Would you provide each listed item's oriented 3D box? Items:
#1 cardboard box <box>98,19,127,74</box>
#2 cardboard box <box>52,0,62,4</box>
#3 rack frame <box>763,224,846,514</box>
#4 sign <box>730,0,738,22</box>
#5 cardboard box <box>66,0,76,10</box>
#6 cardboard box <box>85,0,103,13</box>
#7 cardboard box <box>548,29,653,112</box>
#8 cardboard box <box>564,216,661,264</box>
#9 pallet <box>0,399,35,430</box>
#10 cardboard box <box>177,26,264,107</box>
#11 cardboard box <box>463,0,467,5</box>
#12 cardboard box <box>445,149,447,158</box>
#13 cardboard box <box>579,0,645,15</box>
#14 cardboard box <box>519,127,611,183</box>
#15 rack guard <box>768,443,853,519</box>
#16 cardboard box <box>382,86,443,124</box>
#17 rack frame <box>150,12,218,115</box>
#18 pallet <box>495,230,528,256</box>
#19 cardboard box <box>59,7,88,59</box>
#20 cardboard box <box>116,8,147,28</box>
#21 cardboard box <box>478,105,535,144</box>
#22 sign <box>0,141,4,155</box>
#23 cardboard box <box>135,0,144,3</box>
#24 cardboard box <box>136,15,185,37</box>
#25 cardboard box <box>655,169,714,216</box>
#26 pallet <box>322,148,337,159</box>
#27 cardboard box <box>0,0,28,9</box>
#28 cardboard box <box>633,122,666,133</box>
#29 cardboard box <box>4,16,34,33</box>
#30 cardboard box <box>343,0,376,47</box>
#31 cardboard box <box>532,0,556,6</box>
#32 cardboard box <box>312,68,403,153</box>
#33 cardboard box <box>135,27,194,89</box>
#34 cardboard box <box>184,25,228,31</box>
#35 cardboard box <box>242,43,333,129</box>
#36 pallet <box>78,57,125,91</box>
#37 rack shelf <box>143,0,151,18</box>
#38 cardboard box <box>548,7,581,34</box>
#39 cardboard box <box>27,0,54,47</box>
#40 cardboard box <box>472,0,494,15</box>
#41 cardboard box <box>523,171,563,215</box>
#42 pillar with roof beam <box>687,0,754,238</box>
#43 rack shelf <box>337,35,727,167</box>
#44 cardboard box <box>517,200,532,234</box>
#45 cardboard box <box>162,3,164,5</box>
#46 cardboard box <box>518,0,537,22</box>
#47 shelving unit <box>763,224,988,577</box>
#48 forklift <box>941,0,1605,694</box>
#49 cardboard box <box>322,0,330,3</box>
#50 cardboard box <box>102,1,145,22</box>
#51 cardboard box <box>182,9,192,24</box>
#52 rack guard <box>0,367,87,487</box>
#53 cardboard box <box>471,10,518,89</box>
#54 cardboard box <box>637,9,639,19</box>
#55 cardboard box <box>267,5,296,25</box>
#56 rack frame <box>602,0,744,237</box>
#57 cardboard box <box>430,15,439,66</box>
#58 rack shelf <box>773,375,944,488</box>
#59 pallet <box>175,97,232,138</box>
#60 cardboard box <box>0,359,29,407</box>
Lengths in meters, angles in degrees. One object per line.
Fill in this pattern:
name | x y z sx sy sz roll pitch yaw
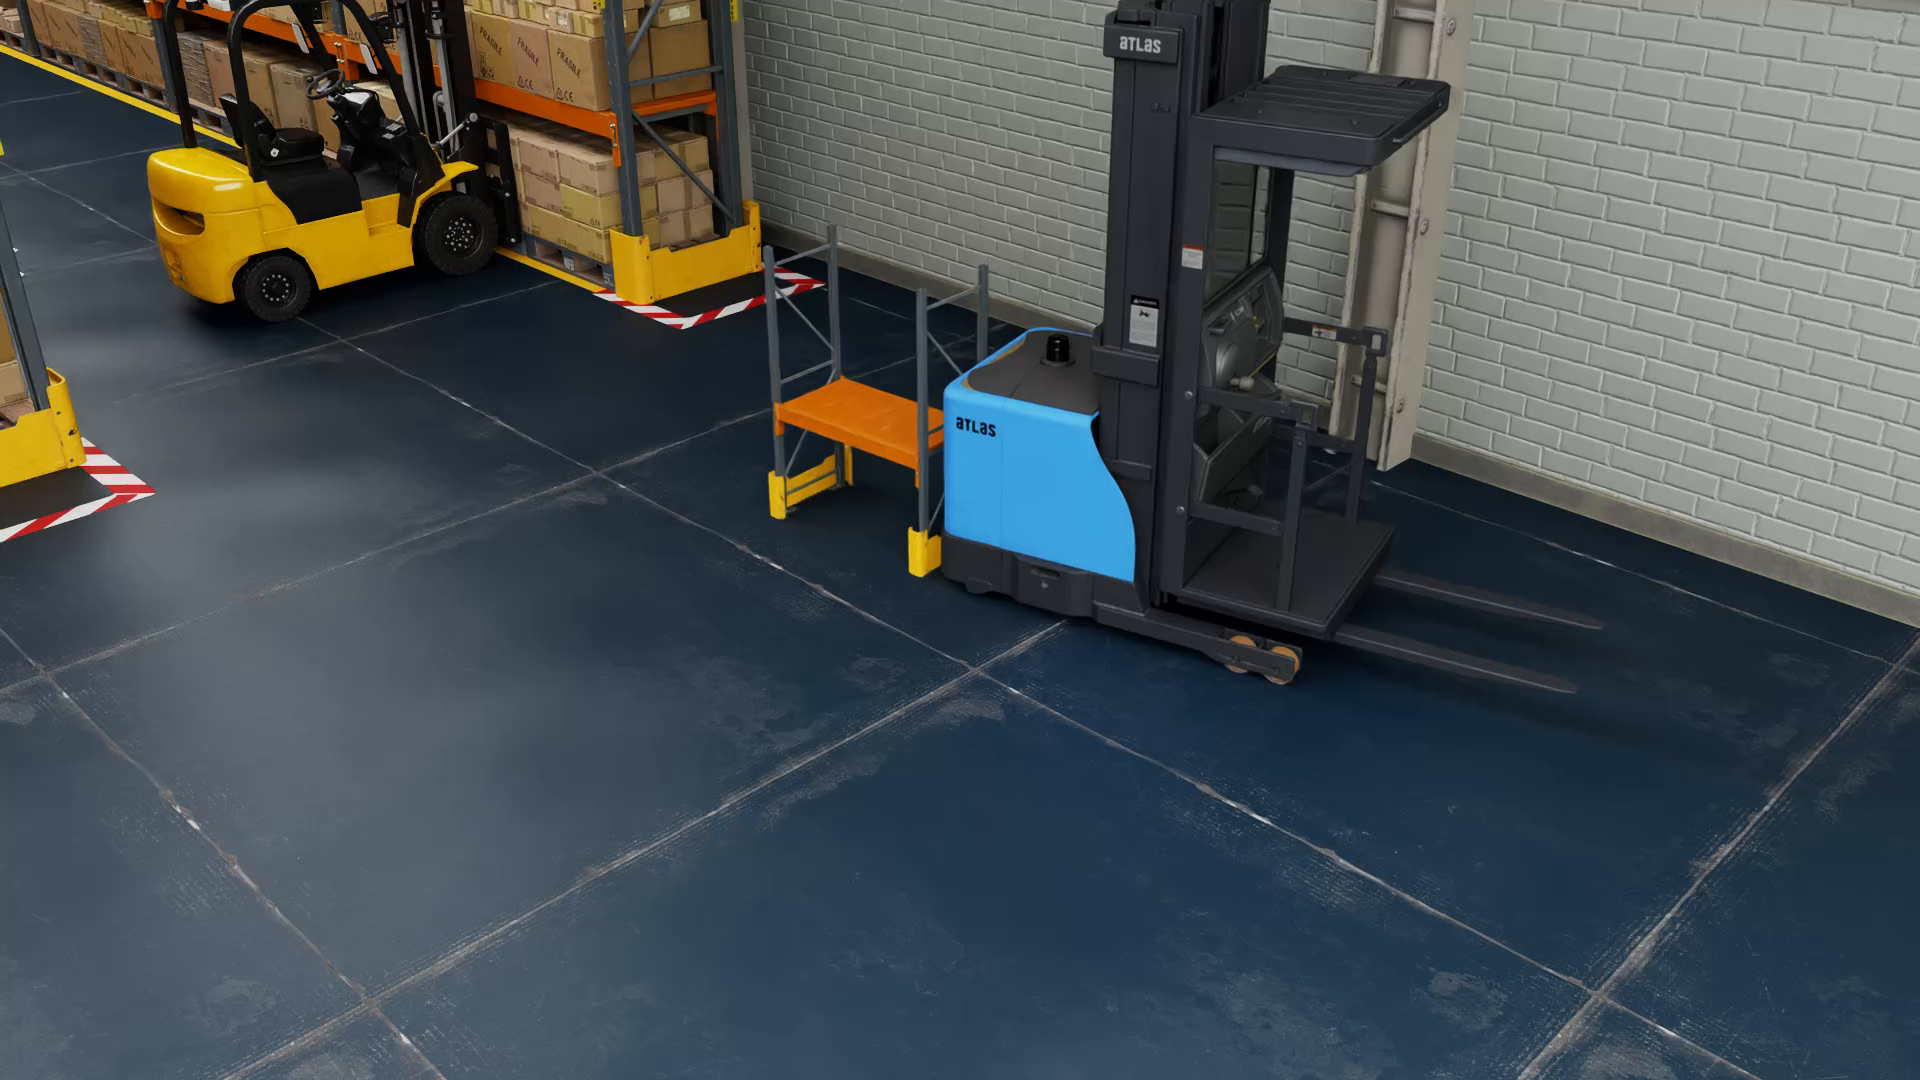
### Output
cardboard box | -8.906 -5.357 17.950 0.500 0.500 0.500 -23 36 -37
cardboard box | -10.070 -6.196 18.849 0.250 0.149 0.380 22 35 36
rack frame | -0.815 -0.889 8.829 0.032 1.500 0.500 21 34 35
sign | -1.631 -3.865 11.862 0.005 0.325 0.100 25 36 38
cardboard box | -9.713 -6.018 18.509 0.250 0.149 0.380 24 36 38
cardboard box | -9.325 -5.857 18.204 0.250 0.149 0.380 25 37 39
cardboard box | -2.560 -3.382 11.852 0.500 0.500 0.500 24 36 37
cardboard box | -2.581 -2.282 12.370 0.500 0.250 0.500 25 37 39
pallet | -6.111 -0.683 9.823 1.213 0.211 1.003 25 36 38
cardboard box | -7.294 -4.801 16.759 0.875 0.625 0.625 -24 36 -38
cardboard box | -3.746 -4.198 12.707 0.250 0.149 0.380 24 36 37
cardboard box | -4.038 -3.168 13.518 0.500 0.250 0.500 24 36 38
cardboard box | -2.428 -3.774 11.581 0.250 0.149 0.380 25 36 38
cardboard box | -2.940 -2.887 12.447 0.500 0.250 0.500 -25 36 -38
rack guard | -0.814 -0.335 9.119 0.087 0.250 0.587 21 34 35
cardboard box | -4.395 -3.549 13.705 0.500 0.250 0.500 25 36 38
rack frame | -7.729 -5.875 16.699 0.127 3.000 1.000 25 36 38
pallet | -3.465 -2.664 13.589 1.213 0.211 1.003 25 36 38
cardboard box | -9.655 -5.692 18.587 0.500 0.500 0.500 23 36 37
cardboard box | -8.632 -5.498 17.520 0.250 0.149 0.380 23 36 37
cardboard box | -3.663 -3.216 13.073 0.500 0.250 0.500 24 36 37
sign | -5.122 -2.179 8.741 0.005 0.325 0.100 25 36 38
cardboard box | -8.842 -5.919 18.322 0.250 0.149 0.380 25 37 39
cardboard box | -8.259 -5.318 17.179 0.250 0.149 0.380 23 35 36
cardboard box | -2.215 -2.677 12.584 0.500 0.250 0.500 -25 36 -38
pallet | -5.430 -3.563 15.299 1.213 0.211 1.003 25 36 38
cardboard box | -11.742 -6.703 20.509 0.500 0.500 0.700 23 35 37
cardboard box | -2.594 -3.057 12.770 0.500 0.250 0.500 25 36 38
cardboard box | -11.185 -6.188 19.908 0.250 0.149 0.380 23 36 37
cardboard box | -4.744 -4.382 13.754 0.500 0.500 0.500 23 36 37
cardboard box | -2.831 -3.921 11.860 0.380 0.149 0.250 -24 36 -38
cardboard box | -5.257 -3.871 14.989 0.875 0.625 0.625 -23 36 -37
cardboard box | -8.182 -5.021 17.310 0.500 0.500 0.500 -24 36 -38
cardboard box | -7.833 -5.185 17.622 0.500 0.500 0.500 -24 36 -37
cardboard box | -6.343 -4.371 15.941 0.625 0.625 0.875 23 35 36
pallet | -9.101 -5.295 18.593 1.213 0.211 1.003 25 36 38
rack shelf | -9.156 -6.209 18.108 4.000 0.370 1.077 25 36 38
cardboard box | -2.672 -3.689 11.739 0.380 0.149 0.250 -25 36 -38
cardboard box | -10.395 -6.027 19.223 0.500 0.500 0.500 -23 36 -37
cardboard box | -3.400 -4.026 12.380 0.250 0.149 0.380 25 37 39
cardboard box | -2.941 -2.677 12.584 0.500 0.250 0.500 24 36 38
pillar with roof beam | -4.908 -5.017 8.623 0.400 9.000 9.100 25 36 38
rack shelf | -3.451 -3.599 13.144 4.000 0.370 1.077 25 36 38
cardboard box | -3.280 -2.613 13.000 0.500 0.250 0.500 -25 37 -39
cardboard box | -8.416 -5.785 18.066 0.250 0.149 0.380 23 35 36
cardboard box | -2.982 -3.879 12.100 0.250 0.149 0.380 24 36 38
shelving unit | -0.432 -0.740 8.546 1.083 1.500 0.587 21 34 35
forklift | 1.446 -0.930 7.369 3.031 2.935 1.130 15 31 26
cardboard box | -5.407 -4.800 14.279 0.500 0.250 0.500 24 36 37
cardboard box | -8.967 -5.680 17.867 0.250 0.149 0.380 24 36 38
cardboard box | -8.053 -5.610 17.735 0.380 0.149 0.250 -24 36 -38
rack guard | -5.556 -0.534 9.229 0.348 0.500 1.175 25 36 38
cardboard box | -3.289 -3.722 12.497 0.500 0.500 0.500 24 36 37
cardboard box | -2.306 -3.852 12.048 0.250 0.149 0.380 25 36 38
cardboard box | -5.782 -4.743 14.708 0.500 0.250 0.500 24 36 38
rack frame | -2.025 -3.264 11.735 0.127 3.000 1.000 25 36 38
cardboard box | -3.999 -4.053 13.128 0.500 0.500 0.500 24 36 38
rack shelf | -0.425 -0.578 8.624 1.000 0.185 0.538 21 34 35
pallet | -7.170 -4.359 16.813 1.213 0.211 1.003 25 36 38
cardboard box | -5.884 -0.940 9.817 0.500 0.250 0.500 24 36 38
